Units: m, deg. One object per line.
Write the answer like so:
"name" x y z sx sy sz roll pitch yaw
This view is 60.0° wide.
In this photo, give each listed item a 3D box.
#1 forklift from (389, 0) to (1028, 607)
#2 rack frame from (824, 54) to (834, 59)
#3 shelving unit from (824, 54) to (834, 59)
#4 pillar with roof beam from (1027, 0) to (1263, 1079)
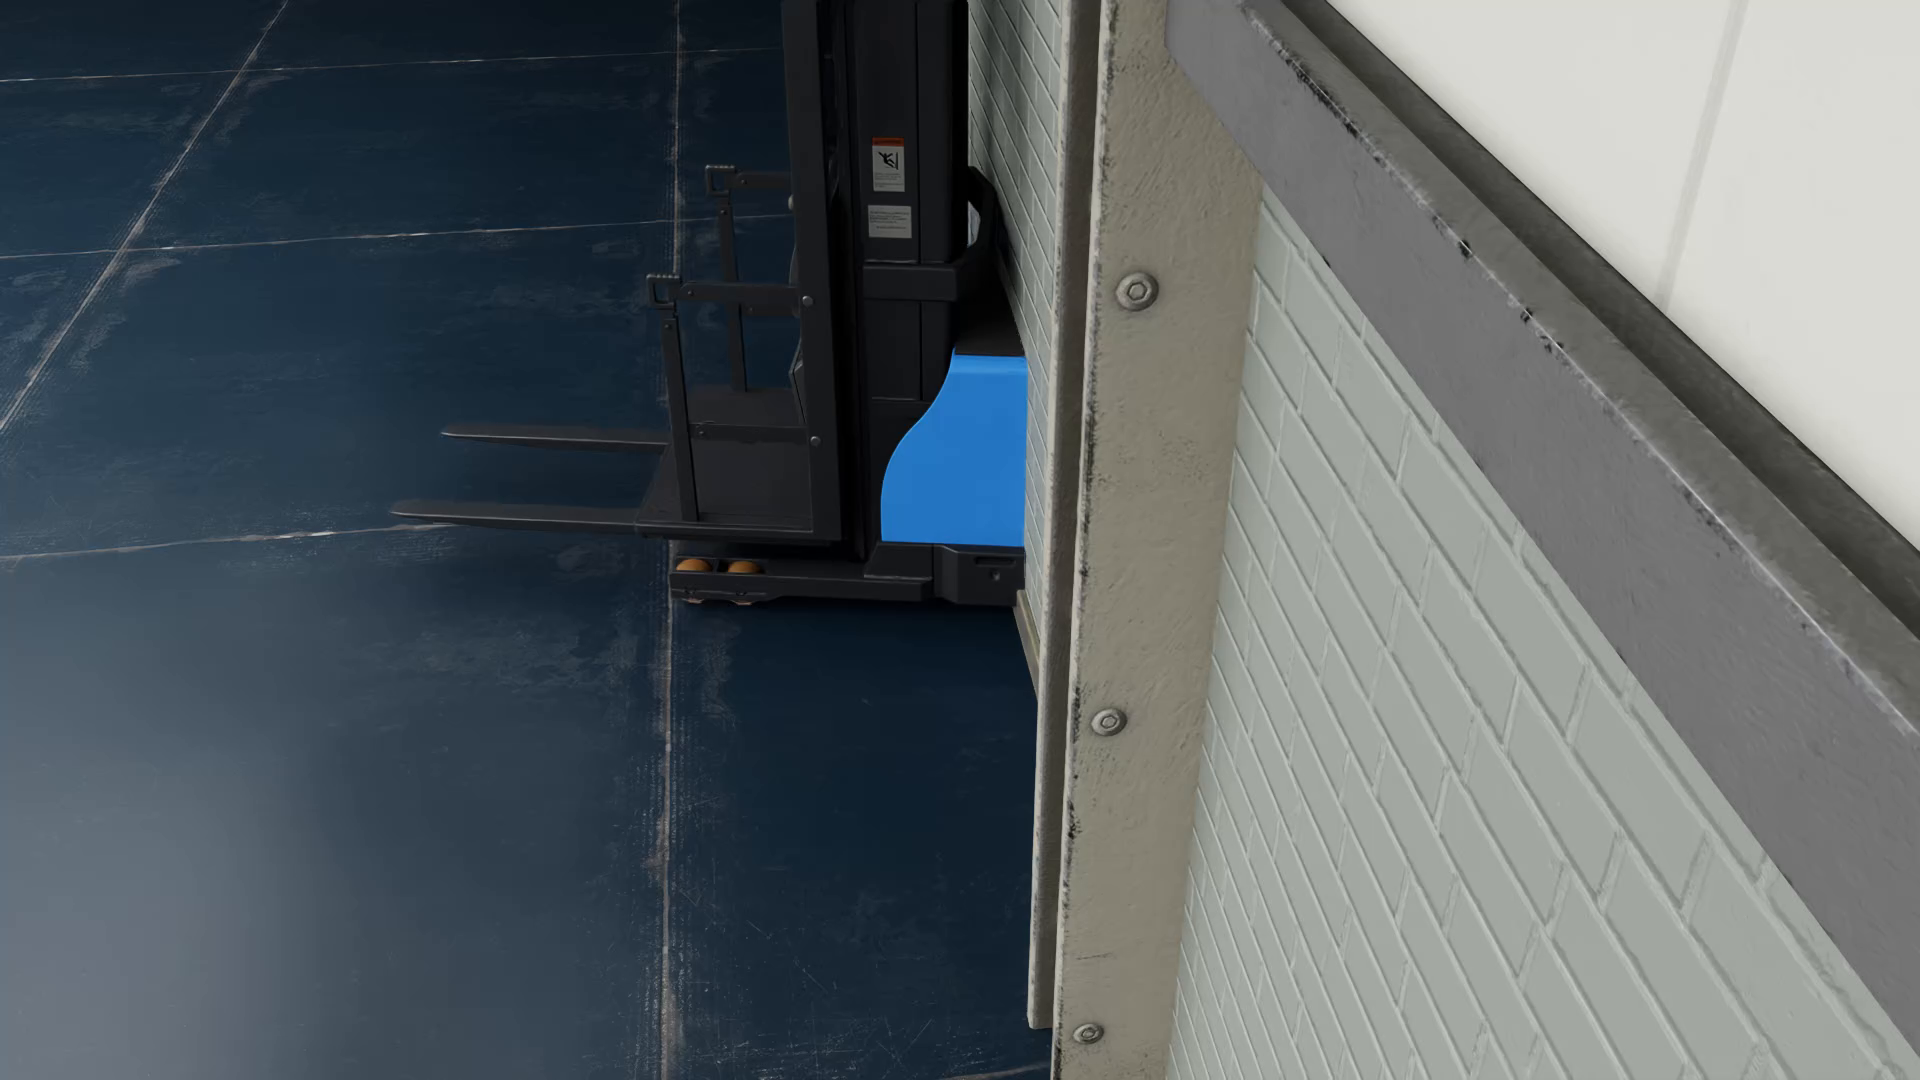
"forklift" -0.704 -1.257 5.992 3.031 2.935 1.130 3 34 4
"rack frame" -0.434 -1.653 7.844 0.500 1.500 0.032 -7 35 -10
"shelving unit" -0.331 -1.373 7.432 0.538 1.500 1.048 -7 35 -10
"pillar with roof beam" -3.894 -1.939 1.604 9.100 9.000 0.400 -4 35 -6
